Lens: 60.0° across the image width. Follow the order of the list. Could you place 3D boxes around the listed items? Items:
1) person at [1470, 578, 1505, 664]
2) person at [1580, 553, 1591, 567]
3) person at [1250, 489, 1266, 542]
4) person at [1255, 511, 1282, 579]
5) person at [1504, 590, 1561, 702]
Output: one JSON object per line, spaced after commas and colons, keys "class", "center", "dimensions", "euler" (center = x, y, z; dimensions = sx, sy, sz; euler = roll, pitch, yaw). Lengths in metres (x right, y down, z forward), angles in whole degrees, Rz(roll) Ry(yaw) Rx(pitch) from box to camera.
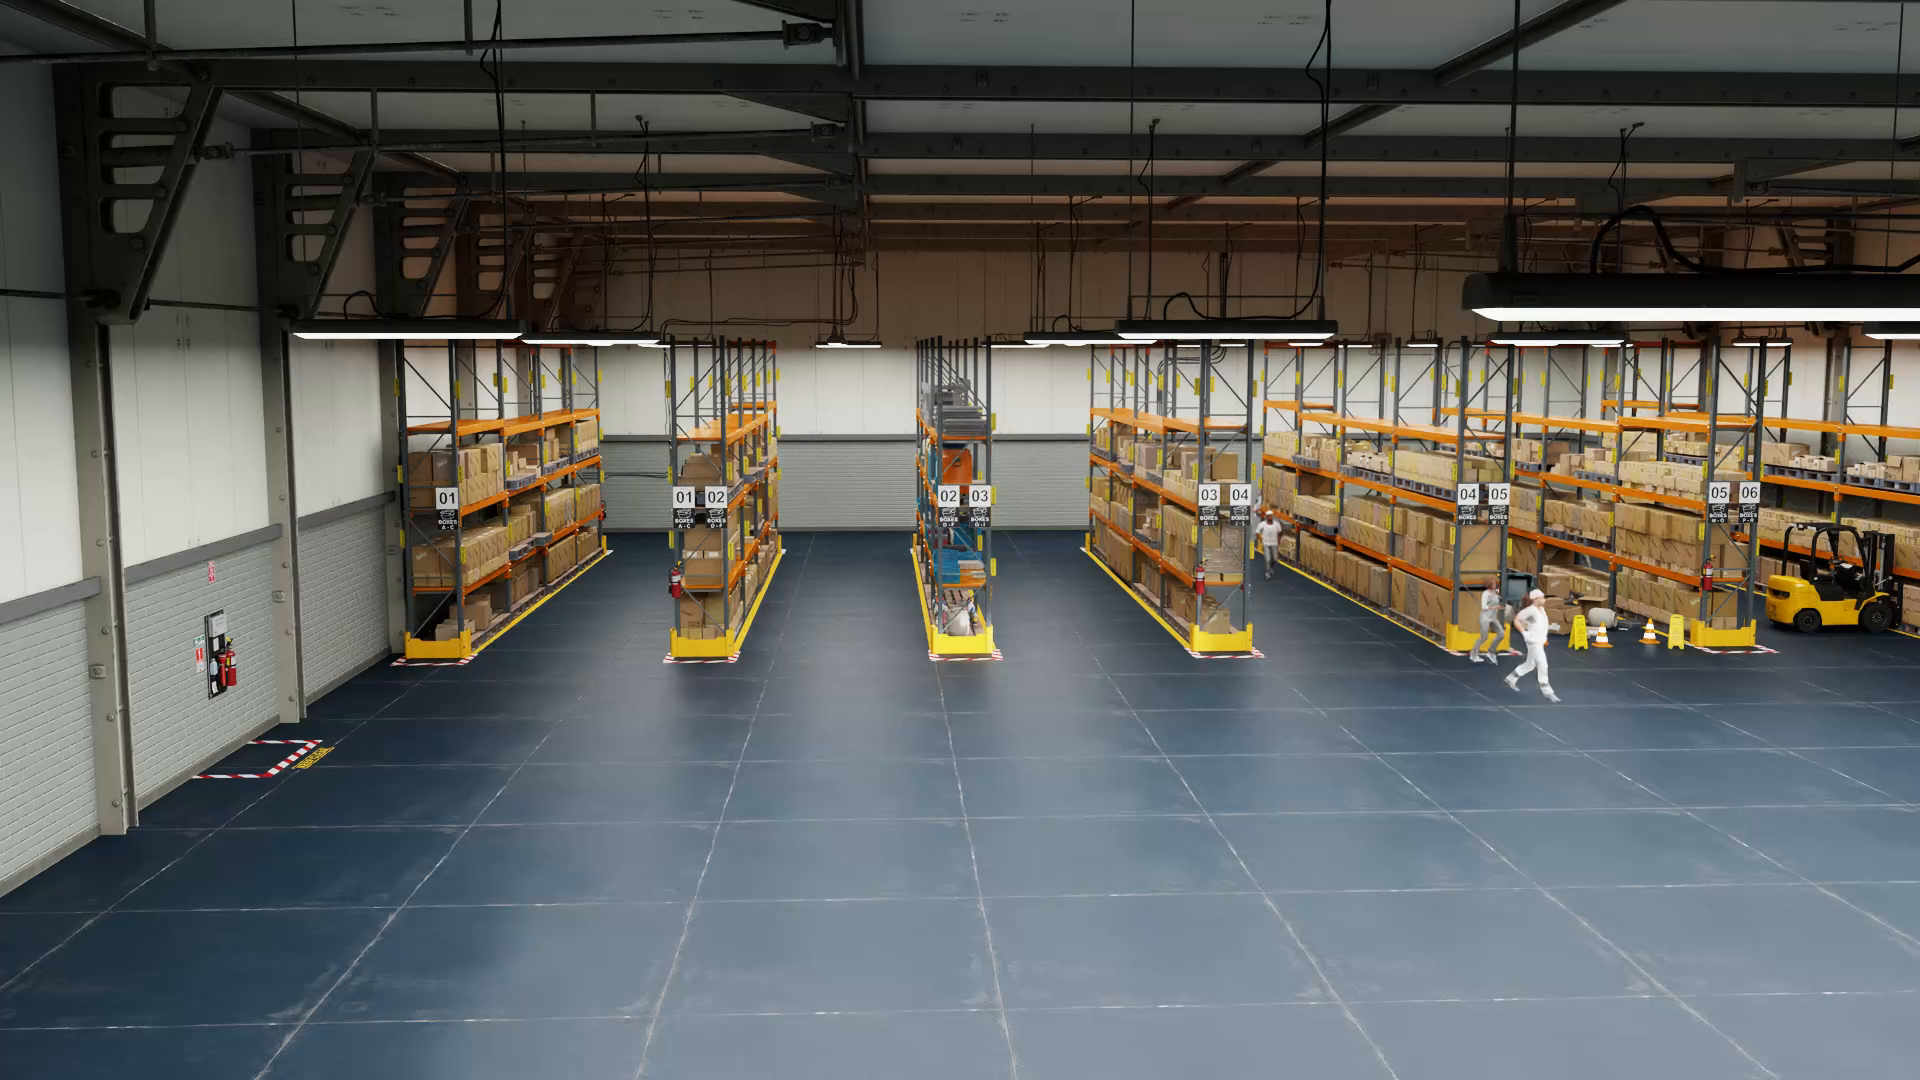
{"class": "person", "center": [9.684, 1.481, 30.416], "dimensions": [0.511, 1.602, 0.669], "euler": [-6, 9, -43]}
{"class": "person", "center": [16.022, -0.009, 43.091], "dimensions": [0.587, 1.731, 0.926], "euler": [0, 6, -3]}
{"class": "person", "center": [8.827, -0.720, 49.089], "dimensions": [0.914, 1.726, 0.696], "euler": [2, 7, 13]}
{"class": "person", "center": [7.790, 0.113, 41.886], "dimensions": [0.697, 1.718, 0.605], "euler": [0, 6, -1]}
{"class": "person", "center": [9.463, 1.711, 27.387], "dimensions": [0.979, 1.807, 0.651], "euler": [5, 8, 37]}
